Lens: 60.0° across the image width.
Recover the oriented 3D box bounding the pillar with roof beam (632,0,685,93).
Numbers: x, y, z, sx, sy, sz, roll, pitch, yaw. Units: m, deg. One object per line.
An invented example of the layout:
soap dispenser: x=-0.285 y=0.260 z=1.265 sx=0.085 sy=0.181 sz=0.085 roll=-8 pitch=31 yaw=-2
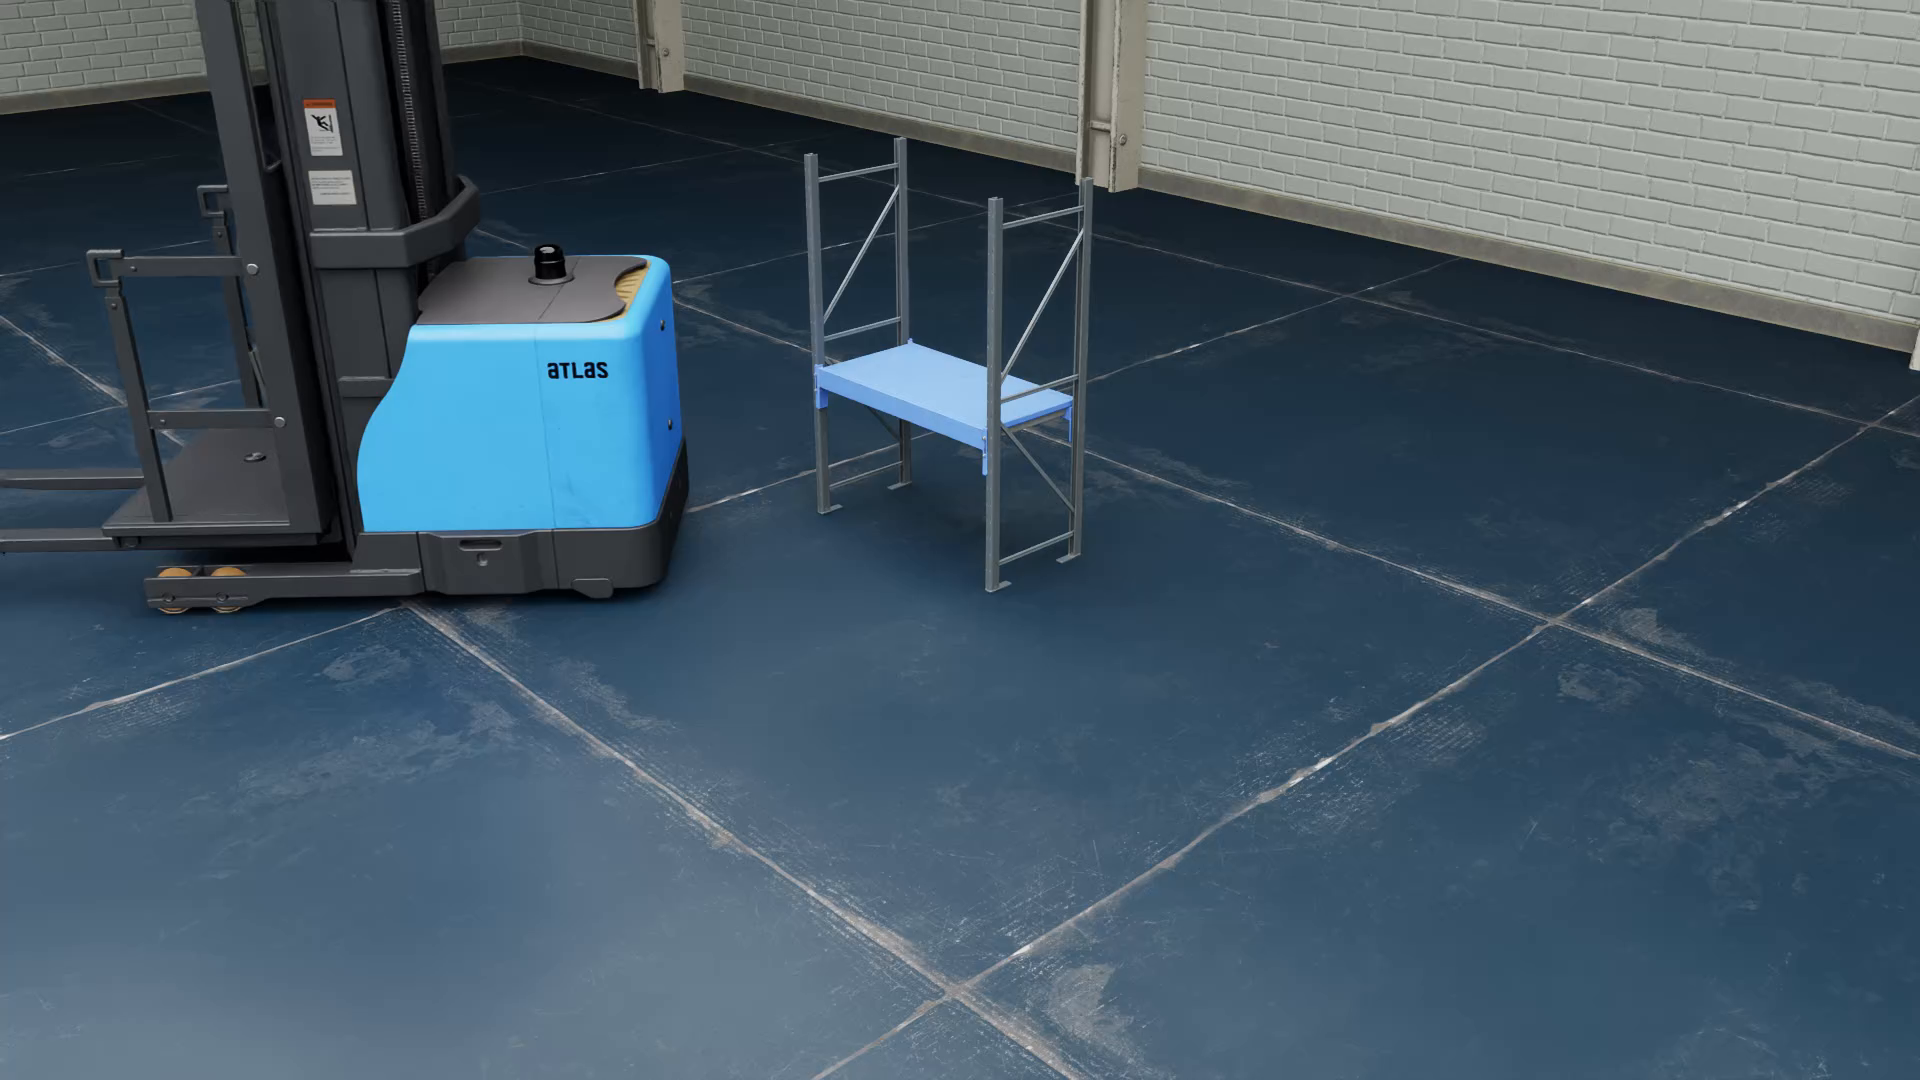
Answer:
pillar with roof beam: x=-6.118 y=-7.394 z=12.117 sx=9.100 sy=9.000 sz=0.400 roll=-21 pitch=32 yaw=-38

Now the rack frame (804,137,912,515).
rack frame: x=-0.406 y=-0.862 z=6.833 sx=0.500 sy=1.500 sz=0.032 roll=-21 pitch=32 yaw=-38

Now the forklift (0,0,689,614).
forklift: x=-2.645 y=-1.285 z=6.035 sx=3.031 sy=2.935 sz=1.130 roll=-1 pitch=25 yaw=-2

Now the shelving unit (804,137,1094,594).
shelving unit: x=-0.058 y=-0.708 z=6.495 sx=0.538 sy=1.500 sz=1.048 roll=-21 pitch=32 yaw=-38

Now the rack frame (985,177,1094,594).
rack frame: x=0.289 y=-0.554 z=6.158 sx=0.500 sy=1.500 sz=0.032 roll=-21 pitch=32 yaw=-38

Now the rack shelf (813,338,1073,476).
rack shelf: x=-0.058 y=-0.545 z=6.570 sx=0.538 sy=0.185 sz=1.000 roll=-21 pitch=32 yaw=-38

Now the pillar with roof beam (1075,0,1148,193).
pillar with roof beam: x=-2.017 y=-5.577 z=8.132 sx=9.100 sy=9.000 sz=0.400 roll=-21 pitch=32 yaw=-38
